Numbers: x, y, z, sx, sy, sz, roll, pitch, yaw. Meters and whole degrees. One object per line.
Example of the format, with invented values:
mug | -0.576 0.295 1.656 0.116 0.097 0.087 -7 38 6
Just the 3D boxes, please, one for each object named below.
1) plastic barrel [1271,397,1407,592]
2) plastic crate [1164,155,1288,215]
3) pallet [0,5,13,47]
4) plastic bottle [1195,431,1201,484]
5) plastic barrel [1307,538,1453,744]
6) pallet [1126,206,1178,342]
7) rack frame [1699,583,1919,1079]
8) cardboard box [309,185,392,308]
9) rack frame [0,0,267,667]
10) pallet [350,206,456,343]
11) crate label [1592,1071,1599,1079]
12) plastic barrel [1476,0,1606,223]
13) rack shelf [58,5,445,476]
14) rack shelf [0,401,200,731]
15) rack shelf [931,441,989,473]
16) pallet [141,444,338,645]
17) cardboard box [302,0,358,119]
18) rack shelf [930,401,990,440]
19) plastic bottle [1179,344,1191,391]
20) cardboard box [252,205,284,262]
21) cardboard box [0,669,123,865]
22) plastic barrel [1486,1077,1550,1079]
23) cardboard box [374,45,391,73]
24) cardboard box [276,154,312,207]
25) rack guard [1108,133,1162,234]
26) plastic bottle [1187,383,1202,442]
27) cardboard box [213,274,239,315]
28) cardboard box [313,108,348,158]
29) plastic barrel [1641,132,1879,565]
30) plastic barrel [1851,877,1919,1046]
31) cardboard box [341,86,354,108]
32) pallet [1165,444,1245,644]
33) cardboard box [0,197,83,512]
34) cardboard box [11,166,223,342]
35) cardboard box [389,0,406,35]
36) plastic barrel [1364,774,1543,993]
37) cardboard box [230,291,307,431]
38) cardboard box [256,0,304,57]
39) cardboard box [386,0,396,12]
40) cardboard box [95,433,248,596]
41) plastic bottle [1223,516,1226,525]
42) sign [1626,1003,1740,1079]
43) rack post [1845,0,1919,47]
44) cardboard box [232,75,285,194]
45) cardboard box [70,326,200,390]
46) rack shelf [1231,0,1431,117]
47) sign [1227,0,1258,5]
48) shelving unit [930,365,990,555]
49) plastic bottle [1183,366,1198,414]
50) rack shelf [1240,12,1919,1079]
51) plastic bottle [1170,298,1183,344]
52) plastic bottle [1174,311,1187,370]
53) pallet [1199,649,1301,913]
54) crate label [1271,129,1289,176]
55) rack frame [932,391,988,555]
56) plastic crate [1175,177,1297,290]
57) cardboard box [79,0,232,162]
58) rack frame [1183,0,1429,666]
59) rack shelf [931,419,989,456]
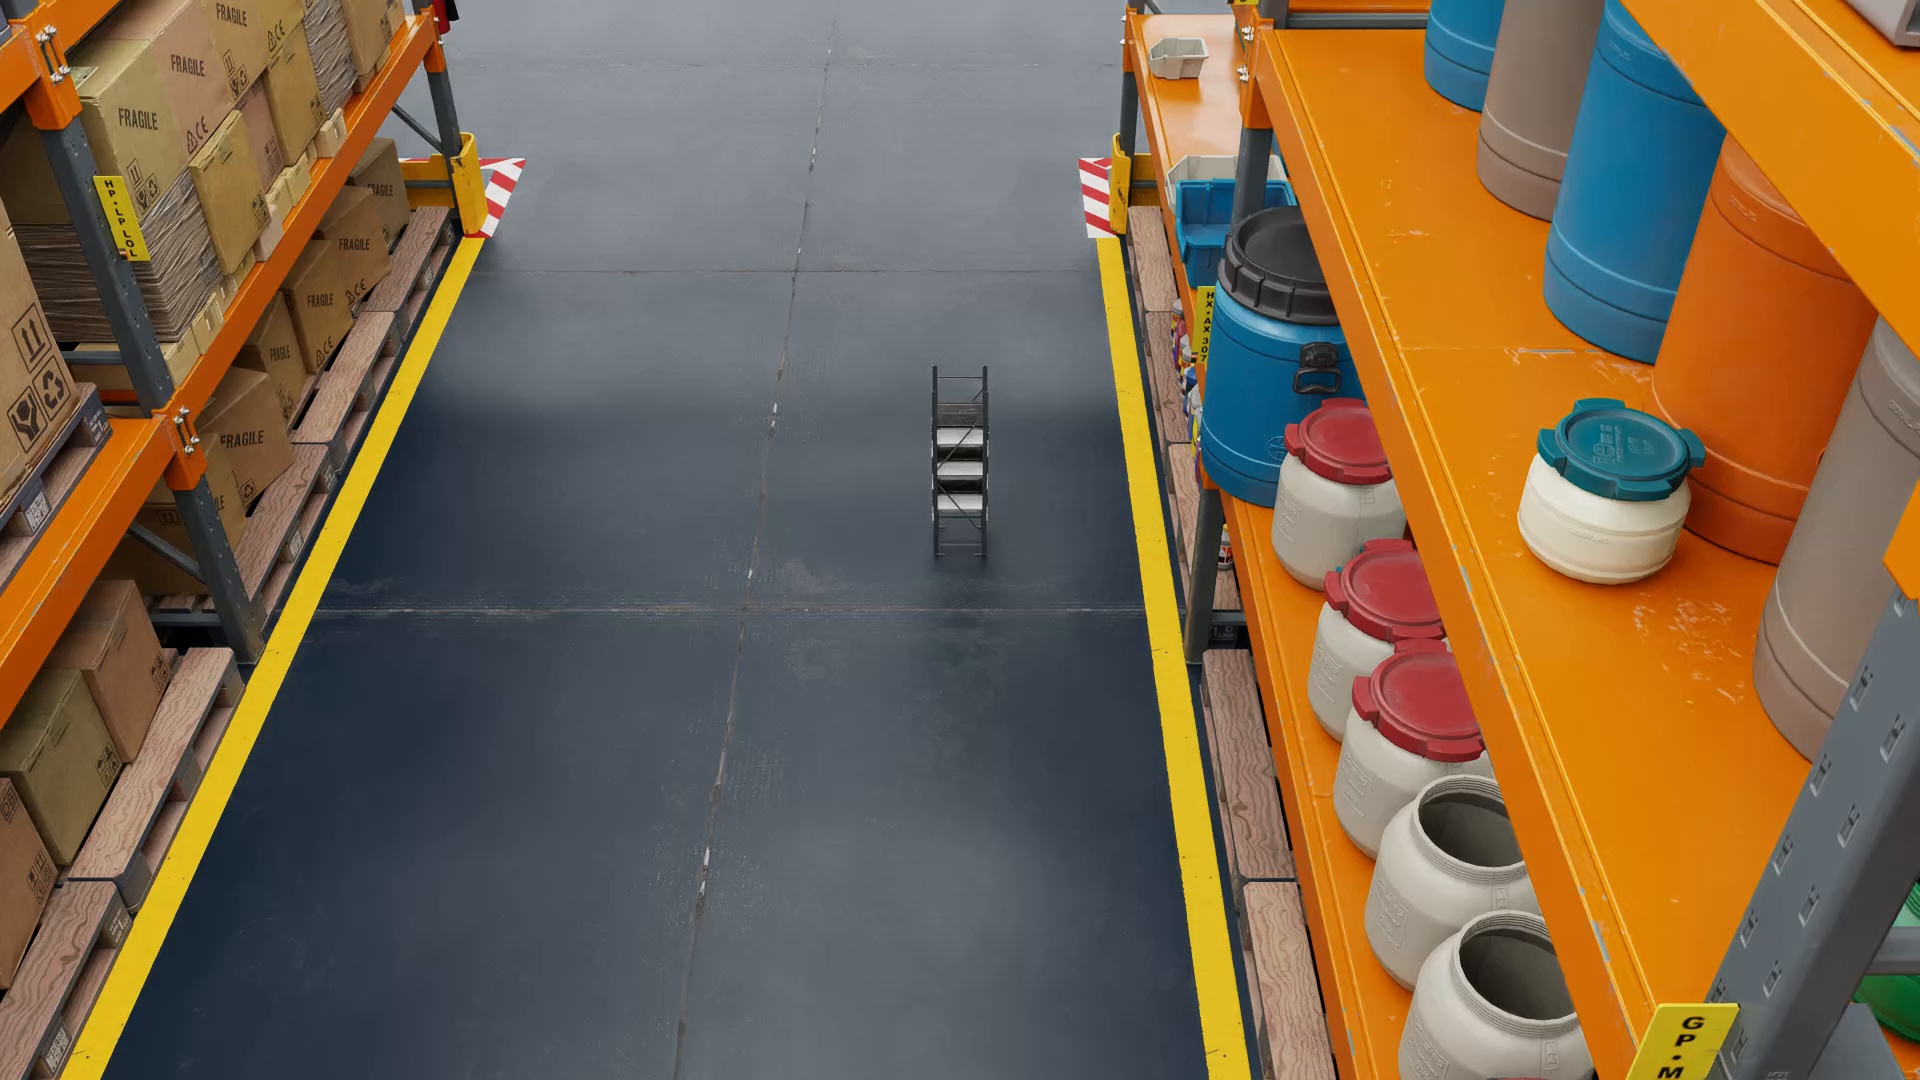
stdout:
plastic barrel | 1.242 -0.129 5.403 0.433 0.535 0.433 0 39 0
plastic crate | 1.206 -1.586 7.542 0.530 0.136 0.437 0 39 0
pallet | -3.598 -1.381 4.827 1.213 0.211 1.003 0 39 0
plastic bottle | 1.130 -0.410 7.683 0.061 0.283 0.133 2 39 3
plastic barrel | 1.243 0.330 4.831 0.433 0.535 0.433 0 39 0
pallet | 1.499 -1.532 9.492 1.003 0.211 1.213 0 39 0
rack frame | 1.465 -0.514 1.195 1.000 3.000 0.127 0 39 0
cardboard box | -3.478 -1.596 9.006 0.500 0.500 0.500 10 40 12
rack frame | -3.492 -0.670 6.188 1.000 3.000 0.127 0 39 0
pallet | -3.531 -1.528 9.488 1.003 0.211 1.213 0 39 0
crate label | 1.735 1.192 3.835 0.502 0.435 0.616 0 39 0
plastic barrel | 1.679 -1.313 4.190 0.600 0.901 0.600 0 39 0
rack shelf | -3.495 -1.640 7.974 1.077 0.370 4.000 0 39 0
rack shelf | -3.490 0.861 4.852 1.077 0.370 4.000 0 39 0
rack shelf | 0.000 -0.390 7.427 0.258 0.077 0.200 0 39 0
pallet | -3.528 -0.002 7.584 1.003 0.211 1.213 0 39 0
cardboard box | -3.446 -2.358 7.975 0.875 0.500 0.500 0 39 0
rack shelf | 0.000 -0.531 7.314 0.258 0.077 0.200 0 39 0
plastic bottle | 1.147 -0.871 8.269 0.097 0.271 0.097 0 39 0
cardboard box | -3.176 -1.332 7.215 0.380 0.149 0.250 0 39 0
cardboard box | -3.531 0.816 5.981 0.700 0.500 0.500 0 39 0
plastic barrel | 1.162 1.484 3.390 0.600 0.536 0.708 0 39 0
cardboard box | -3.239 -2.583 8.775 0.380 0.149 0.250 0 39 0
cardboard box | -3.207 -1.645 7.605 0.380 0.149 0.250 0 39 0
rack guard | 1.503 -2.152 10.036 1.175 0.500 0.348 0 39 0
plastic bottle | 1.175 -0.609 7.937 0.152 0.276 0.135 1 39 1
cardboard box | -3.207 -1.020 6.825 0.380 0.149 0.250 0 39 0
cardboard box | -3.183 -1.958 7.995 0.380 0.149 0.250 0 39 0
plastic barrel | 1.681 -0.433 3.150 0.600 0.830 0.708 0 39 0
plastic barrel | 1.414 0.563 2.374 0.294 0.245 0.294 0 39 0
cardboard box | -3.295 -2.270 8.385 0.380 0.149 0.250 0 39 0
pallet | 1.502 -0.006 7.588 1.003 0.211 1.213 0 39 0
cardboard box | -3.631 -0.571 5.249 1.000 1.000 1.000 0 39 0
cardboard box | -3.431 -1.107 6.415 0.875 0.500 0.500 0 39 0
cardboard box | -3.290 -2.896 9.166 0.380 0.149 0.250 0 39 0
plastic barrel | 1.250 0.877 4.167 0.421 0.512 0.421 0 39 0
cardboard box | -3.540 -0.855 8.082 0.500 0.500 0.500 -3 39 -4
cardboard box | -3.252 -2.435 7.273 0.500 0.500 0.500 0 39 0
cardboard box | -3.524 -2.983 8.756 0.875 0.500 0.500 0 39 0
cardboard box | -3.453 -0.109 7.150 0.500 0.500 0.500 -1 39 -1
plastic bottle | 1.130 -0.086 7.279 0.061 0.283 0.133 2 39 2
sign | 0.915 0.703 2.160 0.100 0.325 0.005 0 39 0
rack post | 1.549 -1.862 2.717 1.013 1.000 3.121 0 39 0
cardboard box | -3.498 -1.732 7.195 0.875 0.500 0.500 0 39 0
cardboard box | -3.192 -0.707 6.434 0.380 0.149 0.250 0 39 0
rack shelf | 1.458 -2.814 7.040 1.077 0.370 4.000 0 39 0
sign | 0.911 -1.854 5.260 0.100 0.325 0.005 0 39 0
shelving unit | 0.000 -0.346 7.462 0.258 0.900 0.210 0 39 0
plastic bottle | 1.147 -0.745 8.111 0.097 0.271 0.097 0 39 0
rack shelf | 1.463 -0.313 3.919 1.077 0.370 4.000 0 39 0
plastic bottle | 1.147 -1.148 8.614 0.097 0.271 0.097 0 39 0
plastic bottle | 1.129 -1.011 8.434 0.061 0.283 0.133 1 39 1
pallet | 1.500 0.905 6.452 1.003 0.211 1.213 0 39 0
crate label | 1.729 -2.038 7.867 0.502 0.435 0.616 0 39 0
rack frame | 0.000 -0.282 7.383 0.240 0.900 0.006 0 39 0
plastic crate | 1.188 -1.308 7.102 0.499 0.251 0.616 0 39 0
cardboard box | -3.241 -1.810 6.492 0.500 0.500 0.500 0 39 0
rack frame | 1.461 -0.674 6.192 1.000 3.000 0.127 0 39 0
rack shelf | 0.000 -0.461 7.371 0.258 0.077 0.200 0 39 0
